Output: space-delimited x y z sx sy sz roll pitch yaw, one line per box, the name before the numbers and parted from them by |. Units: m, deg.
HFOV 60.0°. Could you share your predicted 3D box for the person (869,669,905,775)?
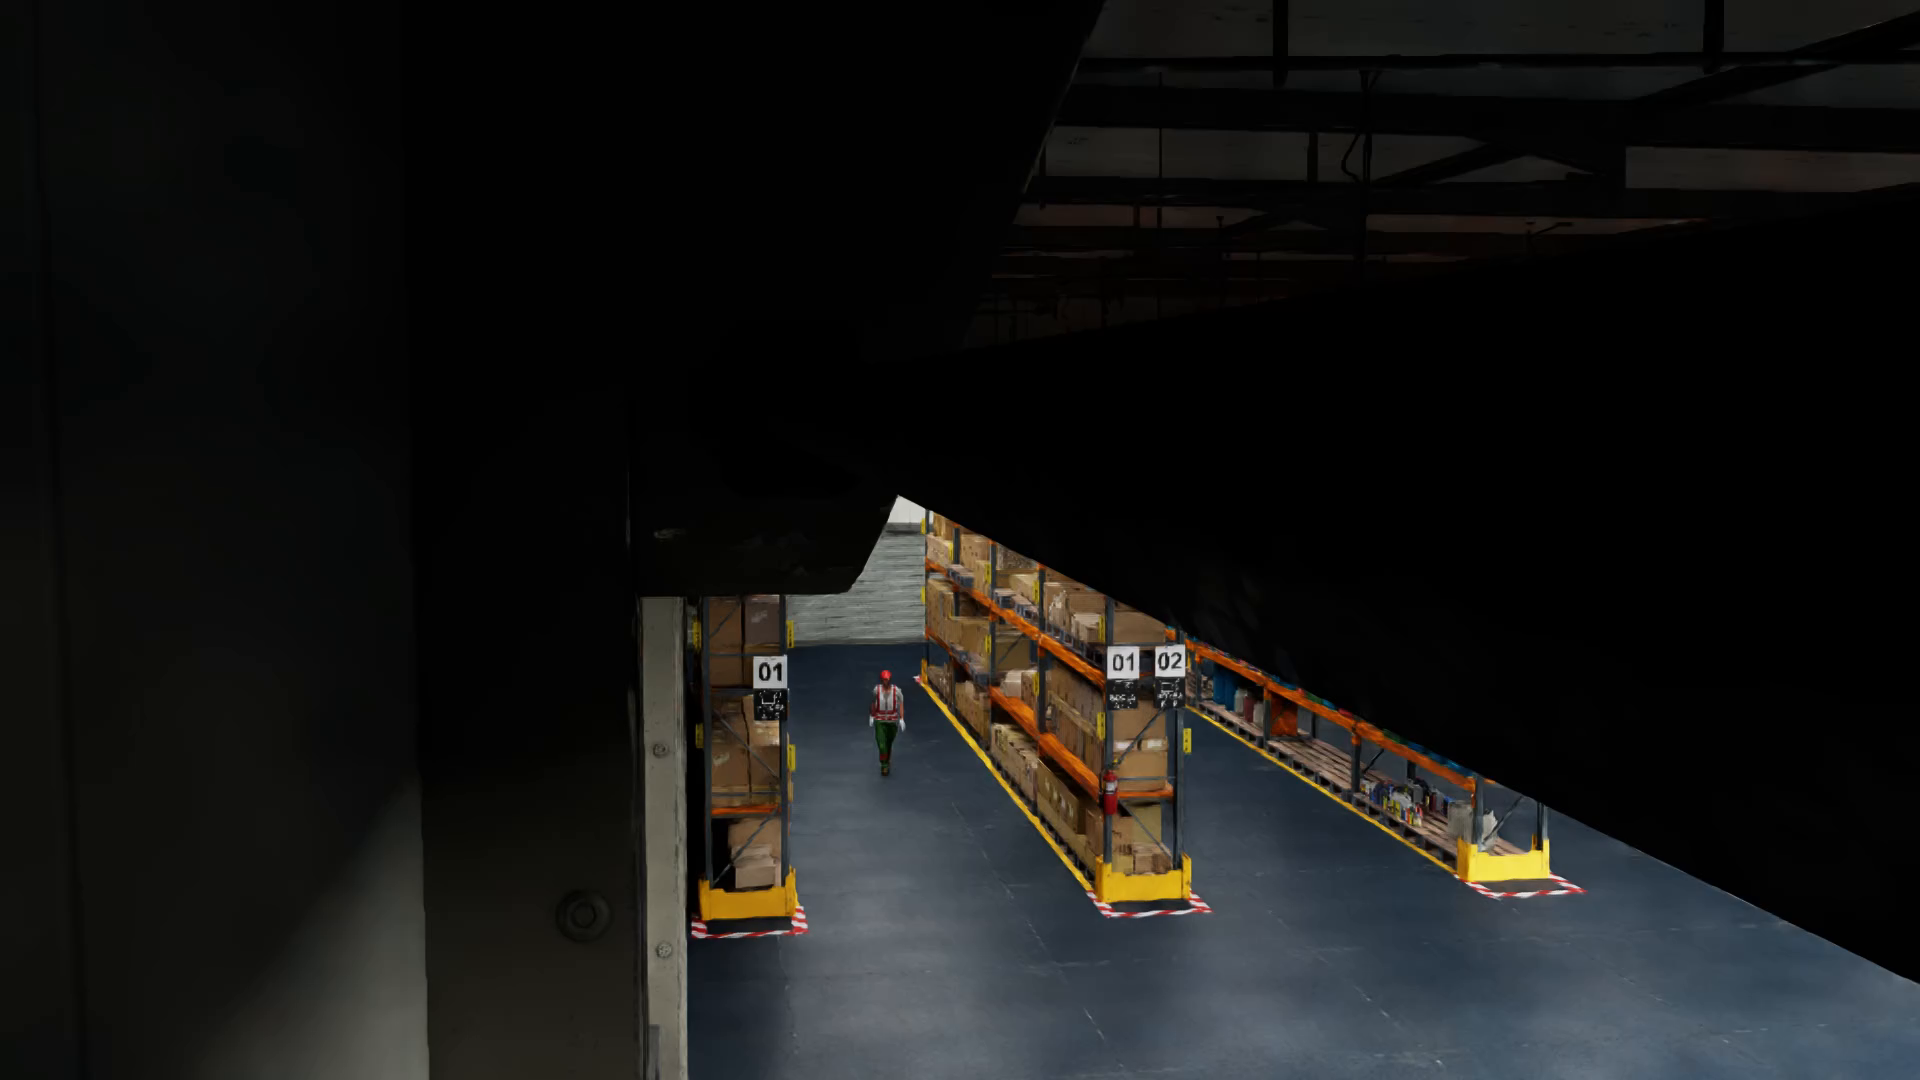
person | -1.215 3.016 27.832 0.567 1.736 1.044 -1 5 -10
